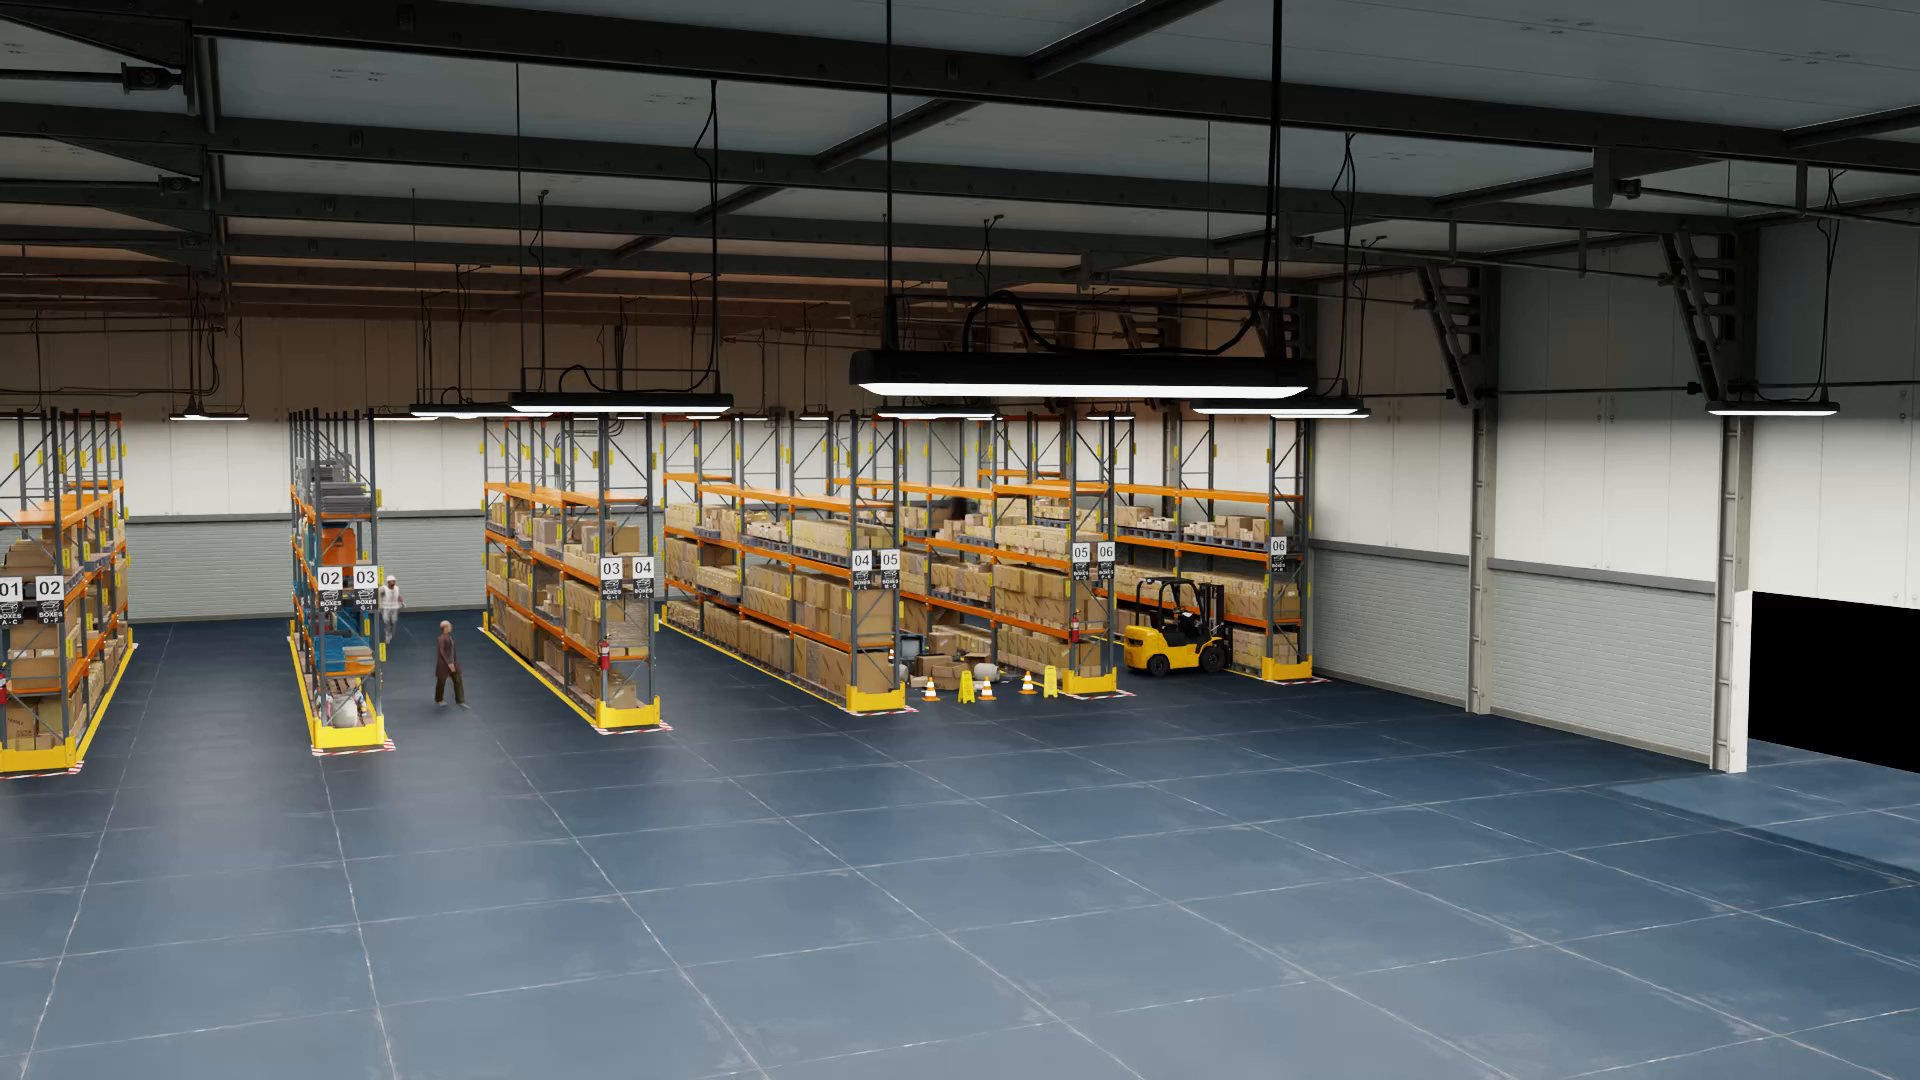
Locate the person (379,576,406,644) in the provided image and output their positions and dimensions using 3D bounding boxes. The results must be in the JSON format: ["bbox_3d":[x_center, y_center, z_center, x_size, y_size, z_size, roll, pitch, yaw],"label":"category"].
[{"bbox_3d":[-14.955,1.833,43.659,0.766,1.804,0.878,-2,4,-24],"label":"person"}]

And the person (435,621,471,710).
[{"bbox_3d":[-10.218,2.497,33.221,0.996,1.755,0.538,4,6,44],"label":"person"}]
